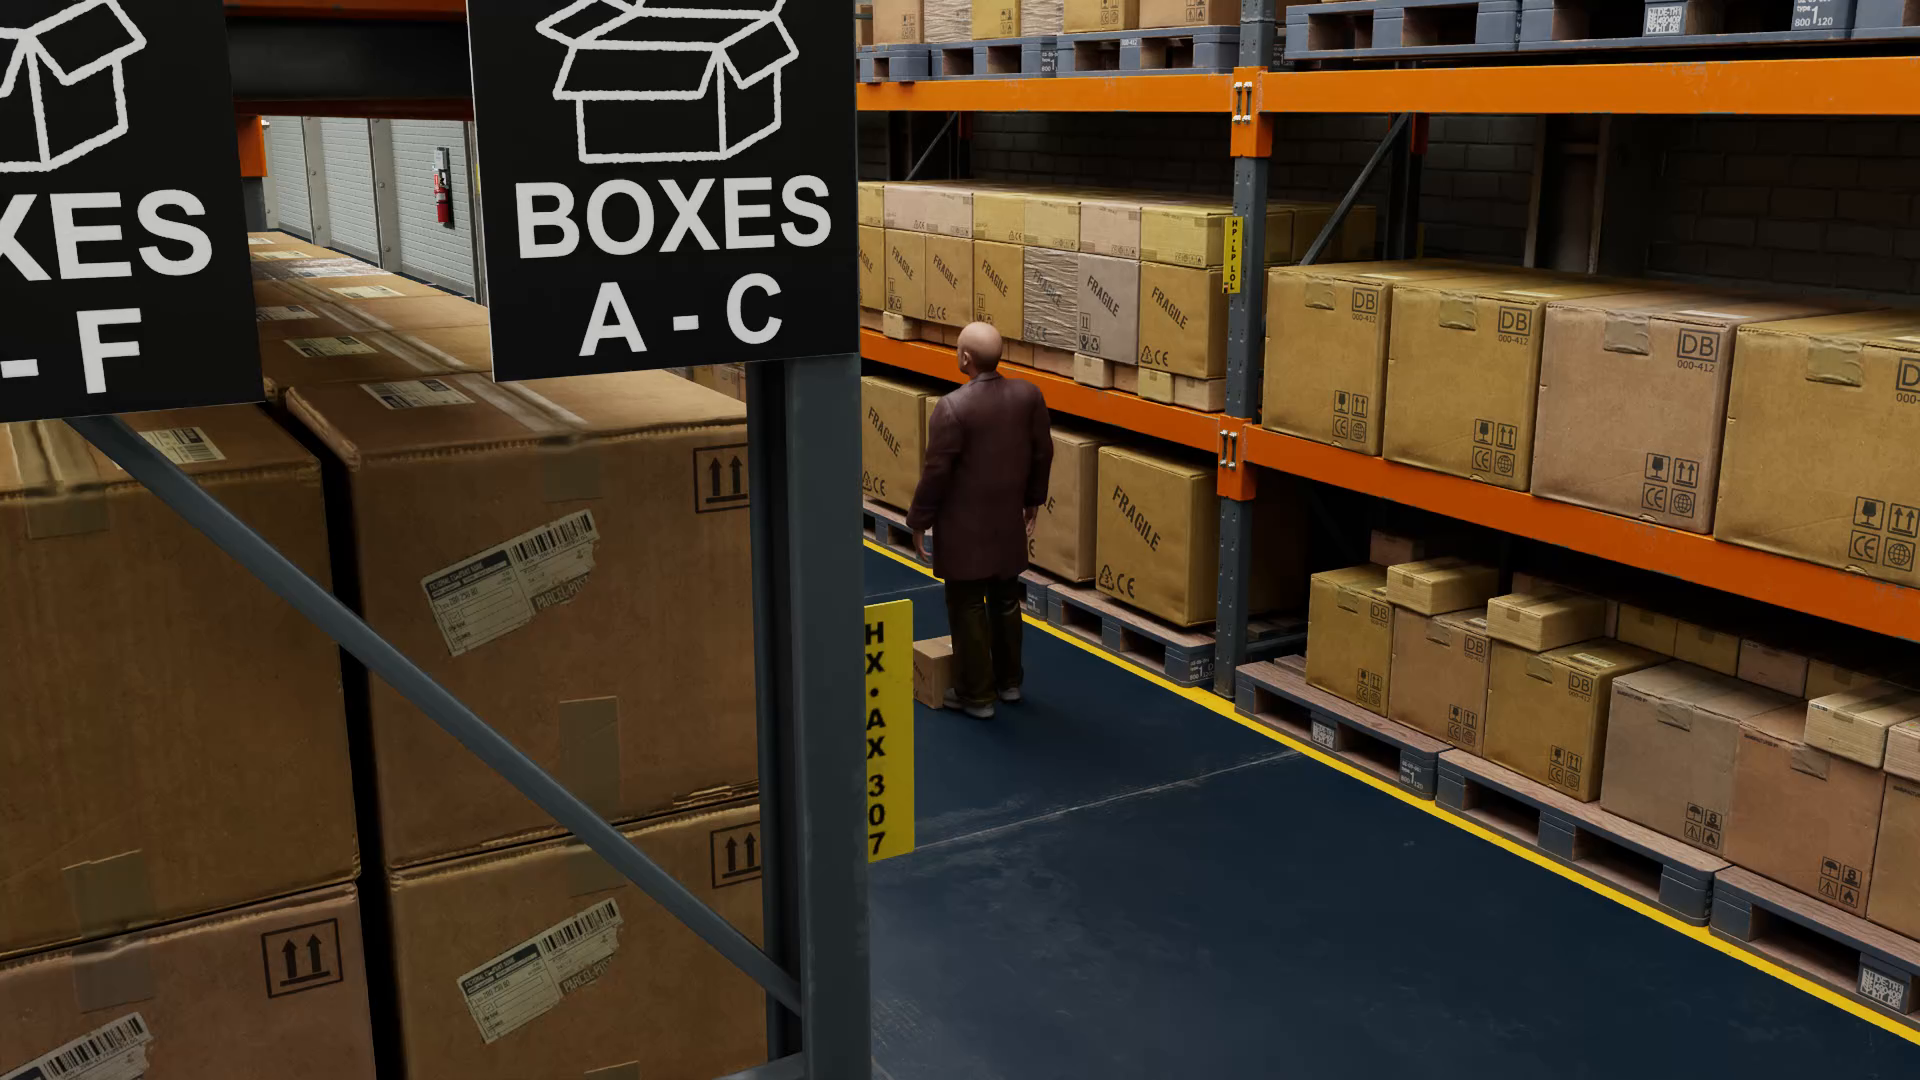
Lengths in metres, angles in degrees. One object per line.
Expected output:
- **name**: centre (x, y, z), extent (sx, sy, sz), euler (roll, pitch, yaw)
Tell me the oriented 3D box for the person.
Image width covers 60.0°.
- **person**: centre (0.040, -0.099, 7.387), extent (0.695, 1.776, 0.580), euler (-8, 17, -29)
